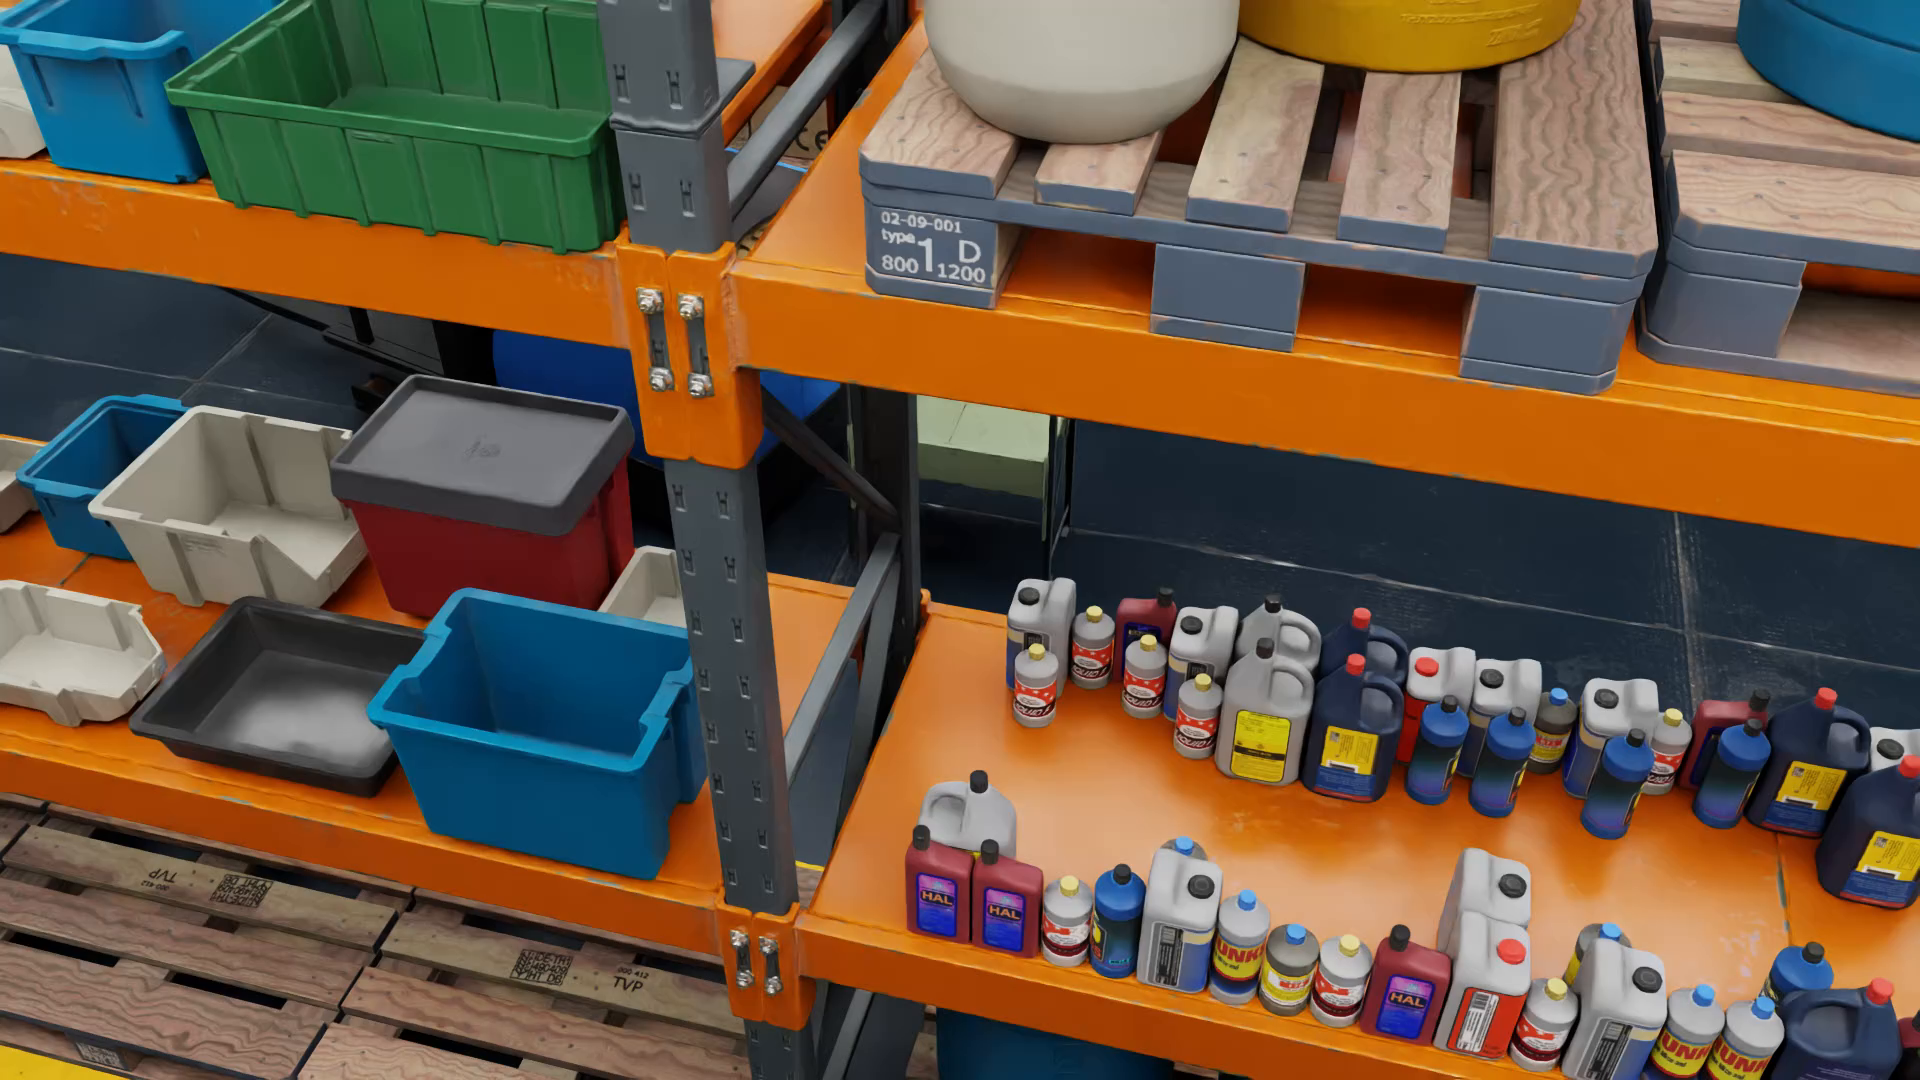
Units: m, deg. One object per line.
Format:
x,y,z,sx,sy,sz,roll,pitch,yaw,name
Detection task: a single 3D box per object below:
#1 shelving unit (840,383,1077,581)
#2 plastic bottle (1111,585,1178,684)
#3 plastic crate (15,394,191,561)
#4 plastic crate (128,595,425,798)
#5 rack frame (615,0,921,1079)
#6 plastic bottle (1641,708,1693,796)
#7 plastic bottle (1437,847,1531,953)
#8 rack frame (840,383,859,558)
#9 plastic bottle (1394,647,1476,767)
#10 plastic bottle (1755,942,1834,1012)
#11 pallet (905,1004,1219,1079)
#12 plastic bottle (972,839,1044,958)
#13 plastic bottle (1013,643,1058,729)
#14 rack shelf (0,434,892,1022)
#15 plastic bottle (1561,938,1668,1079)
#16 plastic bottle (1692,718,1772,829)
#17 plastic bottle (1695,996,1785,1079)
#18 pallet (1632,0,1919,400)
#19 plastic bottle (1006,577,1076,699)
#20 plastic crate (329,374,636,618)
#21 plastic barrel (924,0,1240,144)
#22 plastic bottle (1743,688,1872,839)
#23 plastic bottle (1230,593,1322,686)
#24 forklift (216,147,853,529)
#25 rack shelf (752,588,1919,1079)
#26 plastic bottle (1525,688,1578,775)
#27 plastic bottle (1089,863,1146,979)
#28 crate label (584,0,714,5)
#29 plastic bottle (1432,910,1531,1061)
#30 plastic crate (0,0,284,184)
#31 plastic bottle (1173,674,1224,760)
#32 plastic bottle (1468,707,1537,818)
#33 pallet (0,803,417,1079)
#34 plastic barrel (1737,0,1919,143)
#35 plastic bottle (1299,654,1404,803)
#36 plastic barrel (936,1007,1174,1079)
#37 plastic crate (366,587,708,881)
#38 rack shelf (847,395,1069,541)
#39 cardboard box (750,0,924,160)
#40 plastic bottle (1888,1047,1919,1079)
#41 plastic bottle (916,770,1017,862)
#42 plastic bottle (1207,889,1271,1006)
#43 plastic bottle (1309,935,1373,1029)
0.006,-0.573,5.766,0.755,1.500,0.431,10,41,11,shelving unit
0.418,0.213,3.755,0.133,0.283,0.061,10,41,11,plastic bottle
-2.096,-0.149,4.178,0.300,0.233,0.416,10,41,11,plastic crate
-1.433,0.356,3.661,0.590,0.125,0.437,10,41,11,plastic crate
-0.282,0.293,3.569,0.127,3.000,1.000,10,41,11,rack frame
1.496,0.442,3.546,0.097,0.201,0.097,0,40,0,plastic bottle
1.001,0.714,3.164,0.135,0.276,0.152,10,41,11,plastic bottle
-0.347,-0.634,5.839,0.023,1.500,0.400,10,41,11,rack frame
1.023,0.350,3.597,0.135,0.276,0.152,10,41,11,plastic bottle
1.516,0.828,3.032,0.097,0.271,0.097,0,40,0,plastic bottle
0.453,1.515,4.282,1.213,0.211,1.003,10,41,11,pallet
0.091,0.686,3.192,0.133,0.283,0.061,10,41,11,plastic bottle
0.168,0.314,3.698,0.097,0.201,0.097,0,40,0,plastic bottle
-2.214,0.236,4.196,4.000,0.370,1.077,10,41,11,rack shelf
1.185,0.847,3.006,0.135,0.276,0.152,10,41,11,plastic bottle
1.609,0.475,3.452,0.097,0.271,0.097,0,40,0,plastic bottle
1.384,0.901,2.945,0.097,0.271,0.097,0,40,0,plastic bottle
1.597,-0.527,2.359,1.213,0.211,1.003,10,41,11,pallet
0.182,0.205,3.770,0.135,0.276,0.152,10,41,11,plastic bottle
-1.079,-0.059,3.891,0.583,0.464,0.402,10,41,11,plastic crate
0.162,-0.825,2.136,0.433,0.535,0.433,0,40,0,plastic barrel
1.755,0.445,3.427,0.185,0.351,0.144,10,41,11,plastic bottle
0.691,0.262,3.645,0.185,0.351,0.144,10,41,11,plastic bottle
-1.890,-1.828,6.148,3.031,2.935,1.130,20,44,23,forklift
1.650,0.901,3.404,4.000,0.370,1.077,10,41,11,rack shelf
1.272,0.403,3.592,0.097,0.201,0.097,0,40,0,plastic bottle
0.301,0.715,3.167,0.097,0.271,0.097,0,40,0,plastic bottle
-0.680,-1.015,2.999,0.466,0.136,0.293,10,41,11,crate label
0.961,0.808,3.052,0.135,0.276,0.152,10,41,11,plastic bottle
-1.244,-0.744,2.602,0.300,0.233,0.416,10,41,11,plastic crate
0.521,0.375,3.625,0.097,0.201,0.097,0,40,0,plastic bottle
1.138,0.455,3.476,0.097,0.271,0.097,0,40,0,plastic bottle
-2.184,1.061,4.822,1.213,0.211,1.003,10,41,11,pallet
1.406,-1.020,2.083,0.708,0.901,0.600,10,41,11,plastic barrel
0.832,0.382,3.501,0.185,0.351,0.144,10,41,11,plastic bottle
0.239,1.037,3.988,0.708,0.901,0.600,10,41,11,plastic barrel
-0.821,0.411,3.395,0.575,0.384,0.392,10,41,11,plastic crate
0.006,-0.324,5.976,0.720,0.370,0.431,10,41,11,rack shelf
-0.488,-2.440,8.149,0.875,0.875,0.875,10,41,11,cardboard box
1.670,0.958,2.868,0.133,0.283,0.061,10,41,11,plastic bottle
0.014,0.579,3.267,0.185,0.351,0.144,10,41,11,plastic bottle
0.525,0.753,3.121,0.097,0.271,0.097,0,40,0,plastic bottle
0.713,0.812,3.105,0.097,0.201,0.097,0,40,0,plastic bottle
